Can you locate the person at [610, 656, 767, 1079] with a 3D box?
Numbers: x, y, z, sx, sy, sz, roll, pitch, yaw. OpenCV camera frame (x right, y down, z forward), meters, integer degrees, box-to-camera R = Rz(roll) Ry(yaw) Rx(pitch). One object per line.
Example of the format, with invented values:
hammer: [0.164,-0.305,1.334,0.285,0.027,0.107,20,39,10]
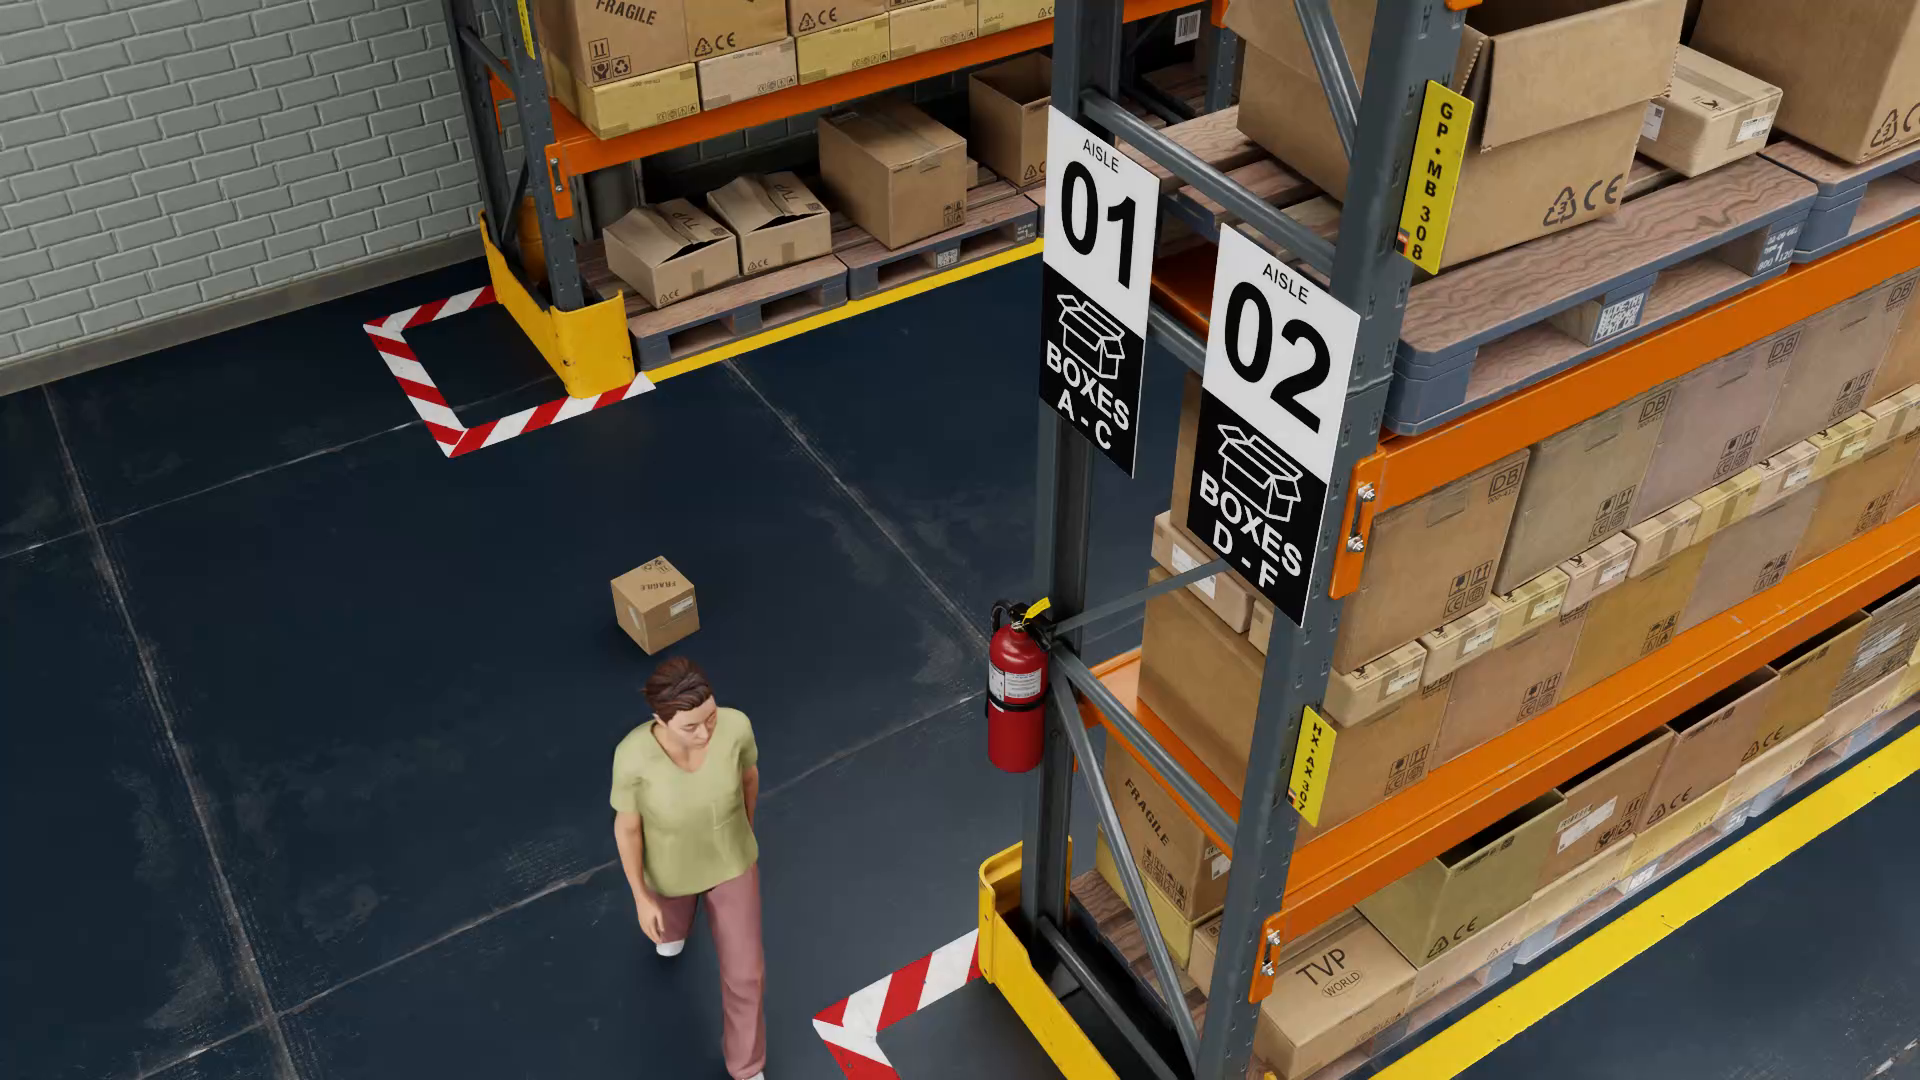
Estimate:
person: [-0.797,0.954,5.049,0.452,1.635,0.945,-11,42,-13]
